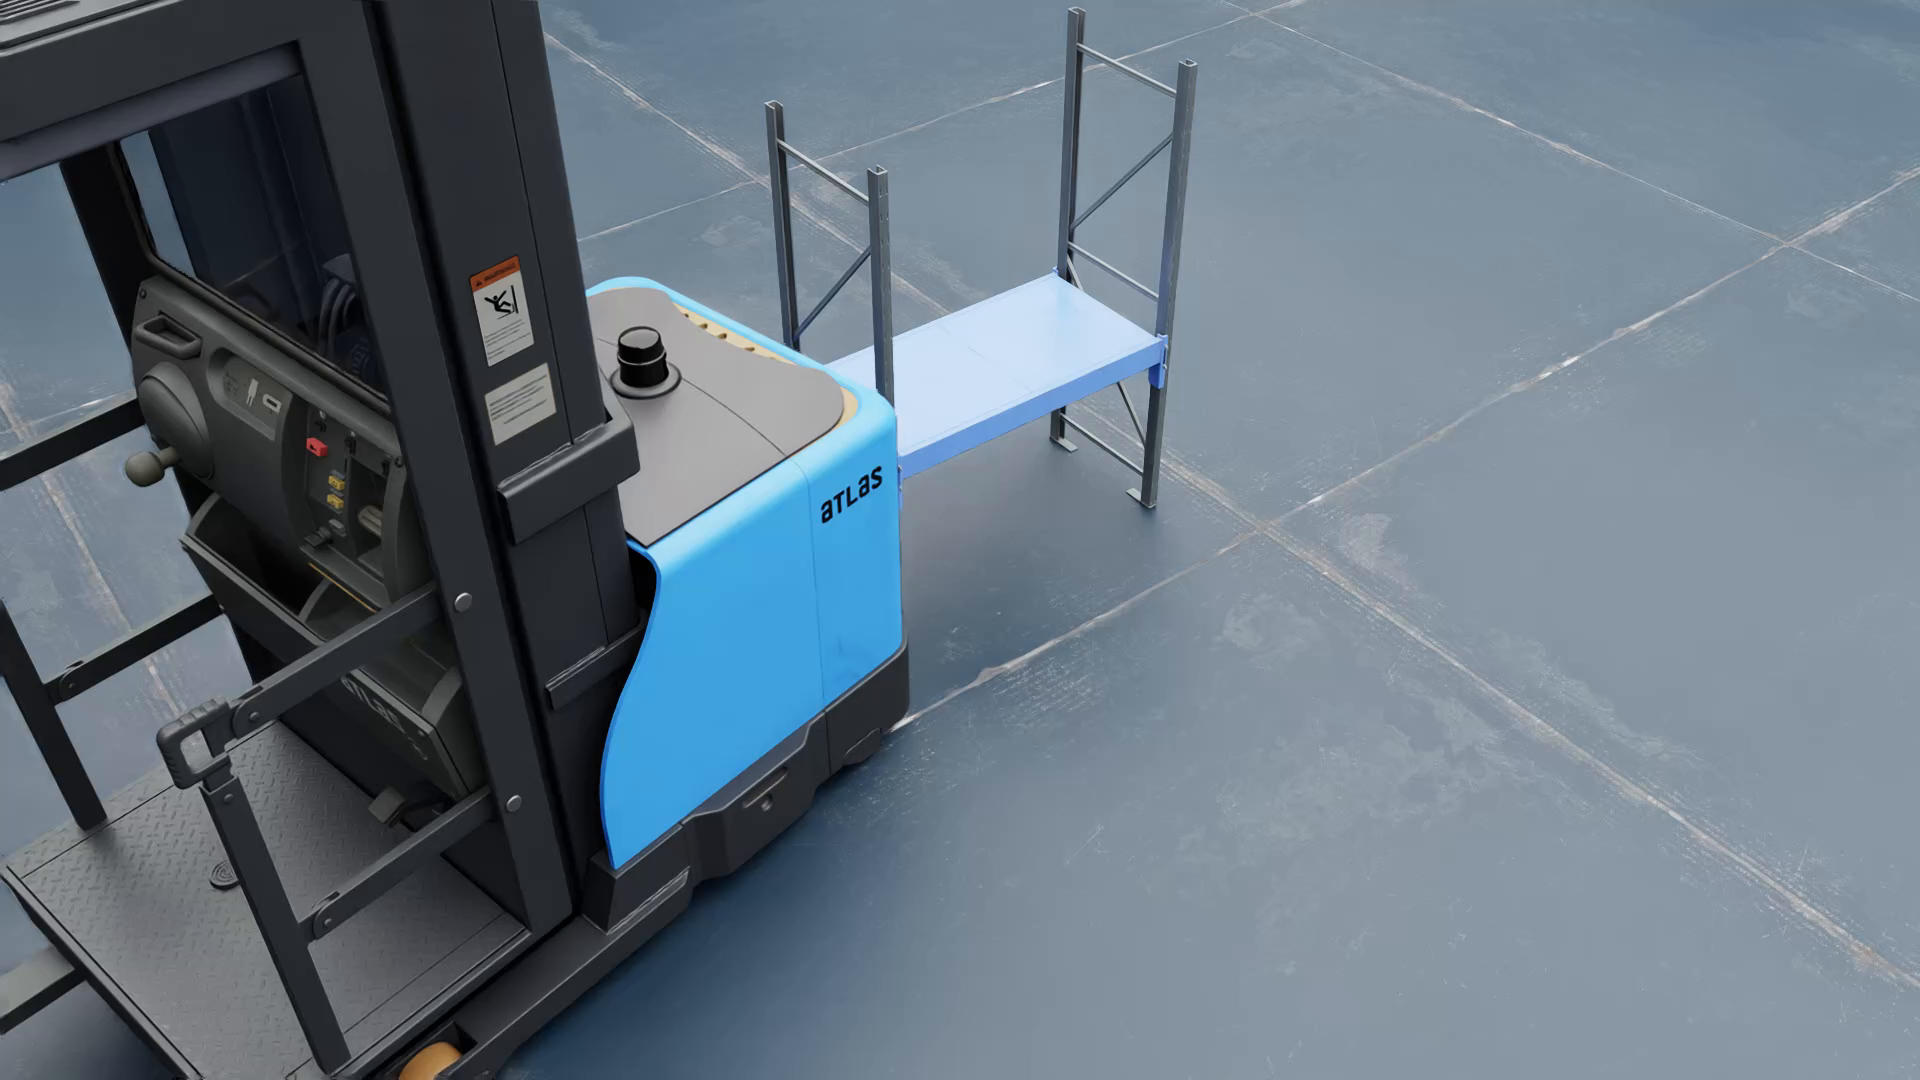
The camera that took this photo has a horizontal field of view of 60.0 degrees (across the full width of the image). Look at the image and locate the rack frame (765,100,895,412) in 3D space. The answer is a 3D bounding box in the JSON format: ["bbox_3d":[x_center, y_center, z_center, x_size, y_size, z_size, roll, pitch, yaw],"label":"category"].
[{"bbox_3d":[-0.335,-0.416,4.575,0.032,1.500,0.500,-26,46,-28],"label":"rack frame"}]

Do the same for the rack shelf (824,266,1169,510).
[{"bbox_3d":[0.068,-0.474,4.929,1.000,0.185,0.538,-26,46,-28],"label":"rack shelf"}]

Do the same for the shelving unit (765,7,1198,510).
[{"bbox_3d":[0.068,-0.613,4.815,1.048,1.500,0.538,-26,46,-28],"label":"shelving unit"}]

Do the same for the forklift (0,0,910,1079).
[{"bbox_3d":[-1.477,-0.123,3.089,1.130,2.935,3.031,28,47,30],"label":"forklift"}]

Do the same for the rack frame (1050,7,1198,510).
[{"bbox_3d":[0.471,-0.809,5.054,0.032,1.500,0.500,-26,46,-28],"label":"rack frame"}]
